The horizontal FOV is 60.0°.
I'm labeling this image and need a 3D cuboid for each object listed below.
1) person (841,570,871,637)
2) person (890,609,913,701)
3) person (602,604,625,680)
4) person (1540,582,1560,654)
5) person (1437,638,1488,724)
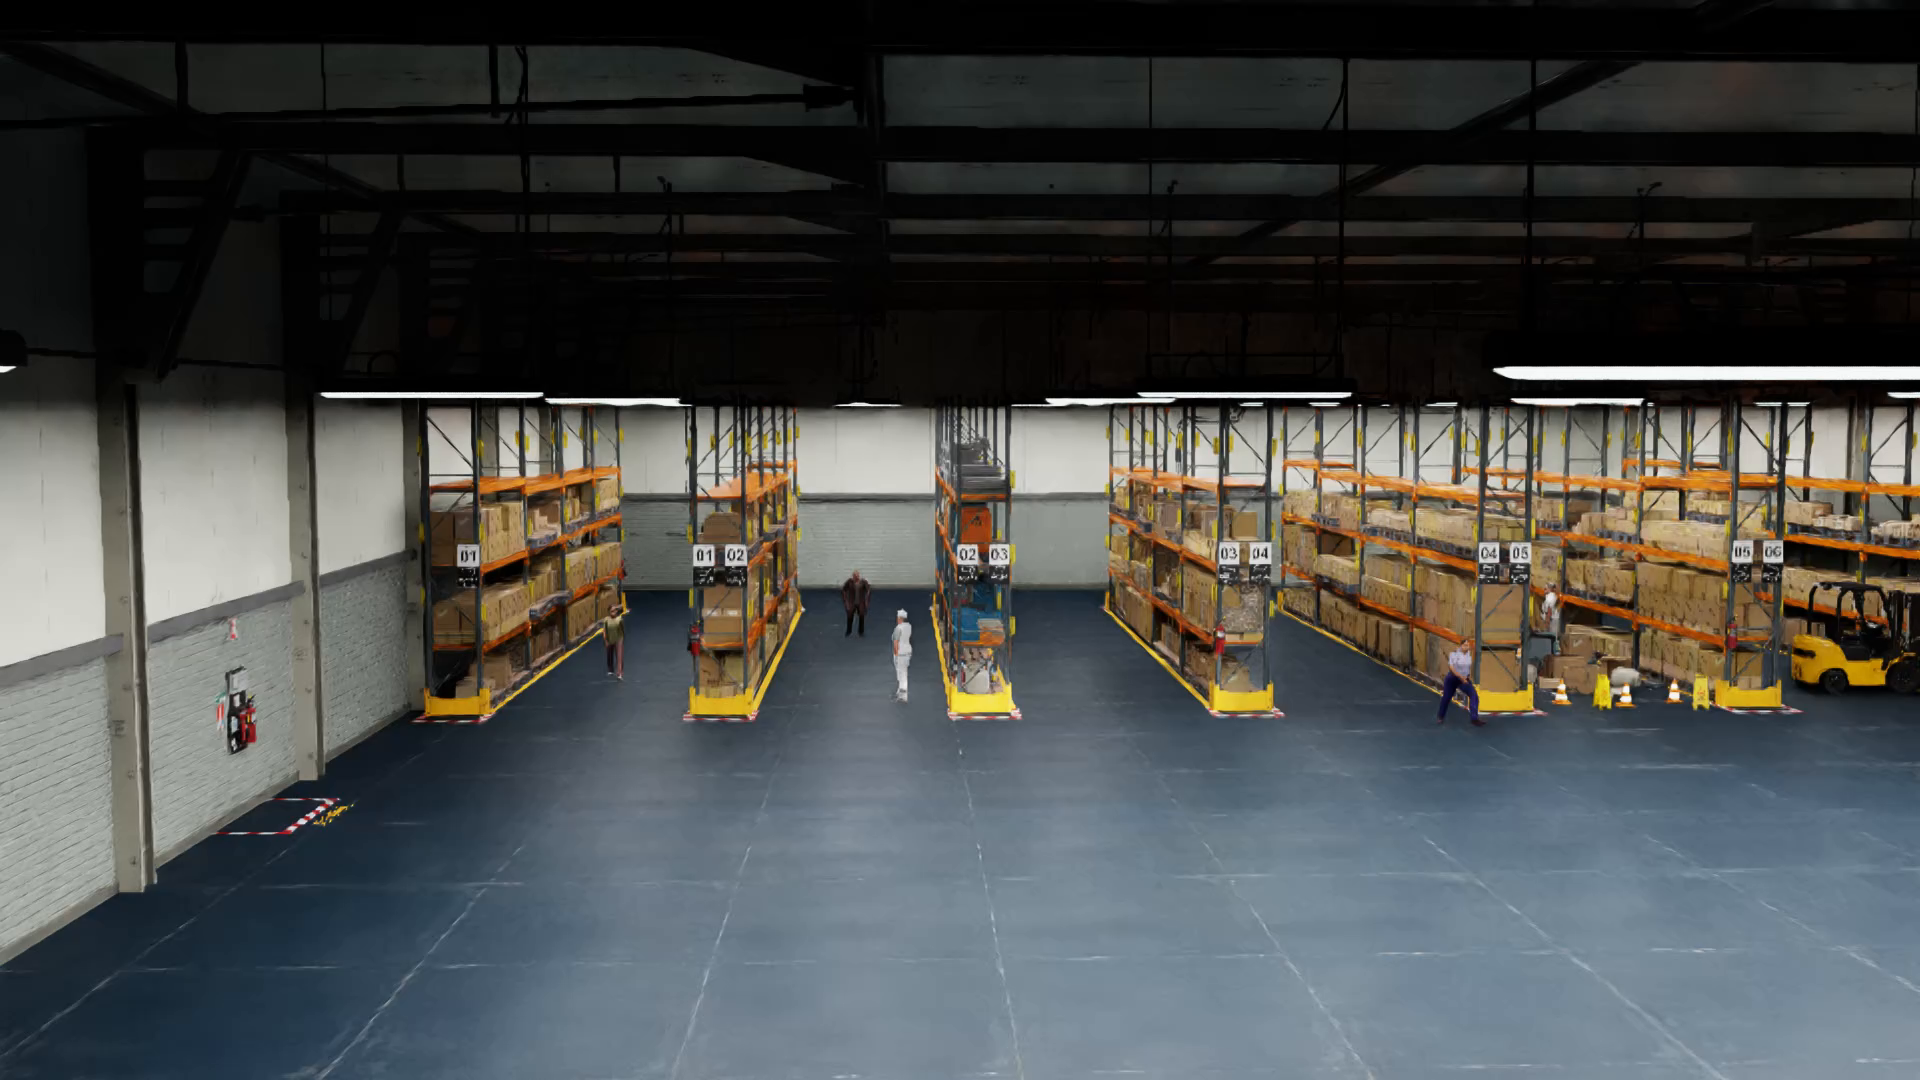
[{"bbox_3d":[-2.605,1.587,41.681,0.732,1.727,0.560,0,5,-4],"label":"person"},{"bbox_3d":[-1.194,2.247,32.637,0.494,1.787,0.618,3,5,32],"label":"person"},{"bbox_3d":[-7.329,2.145,35.203,0.470,1.590,1.093,-1,5,-12],"label":"person"},{"bbox_3d":[13.489,1.834,38.123,0.592,1.742,0.634,2,5,25],"label":"person"},{"bbox_3d":[9.099,2.550,30.210,0.664,1.585,0.794,-2,5,-23],"label":"person"}]
